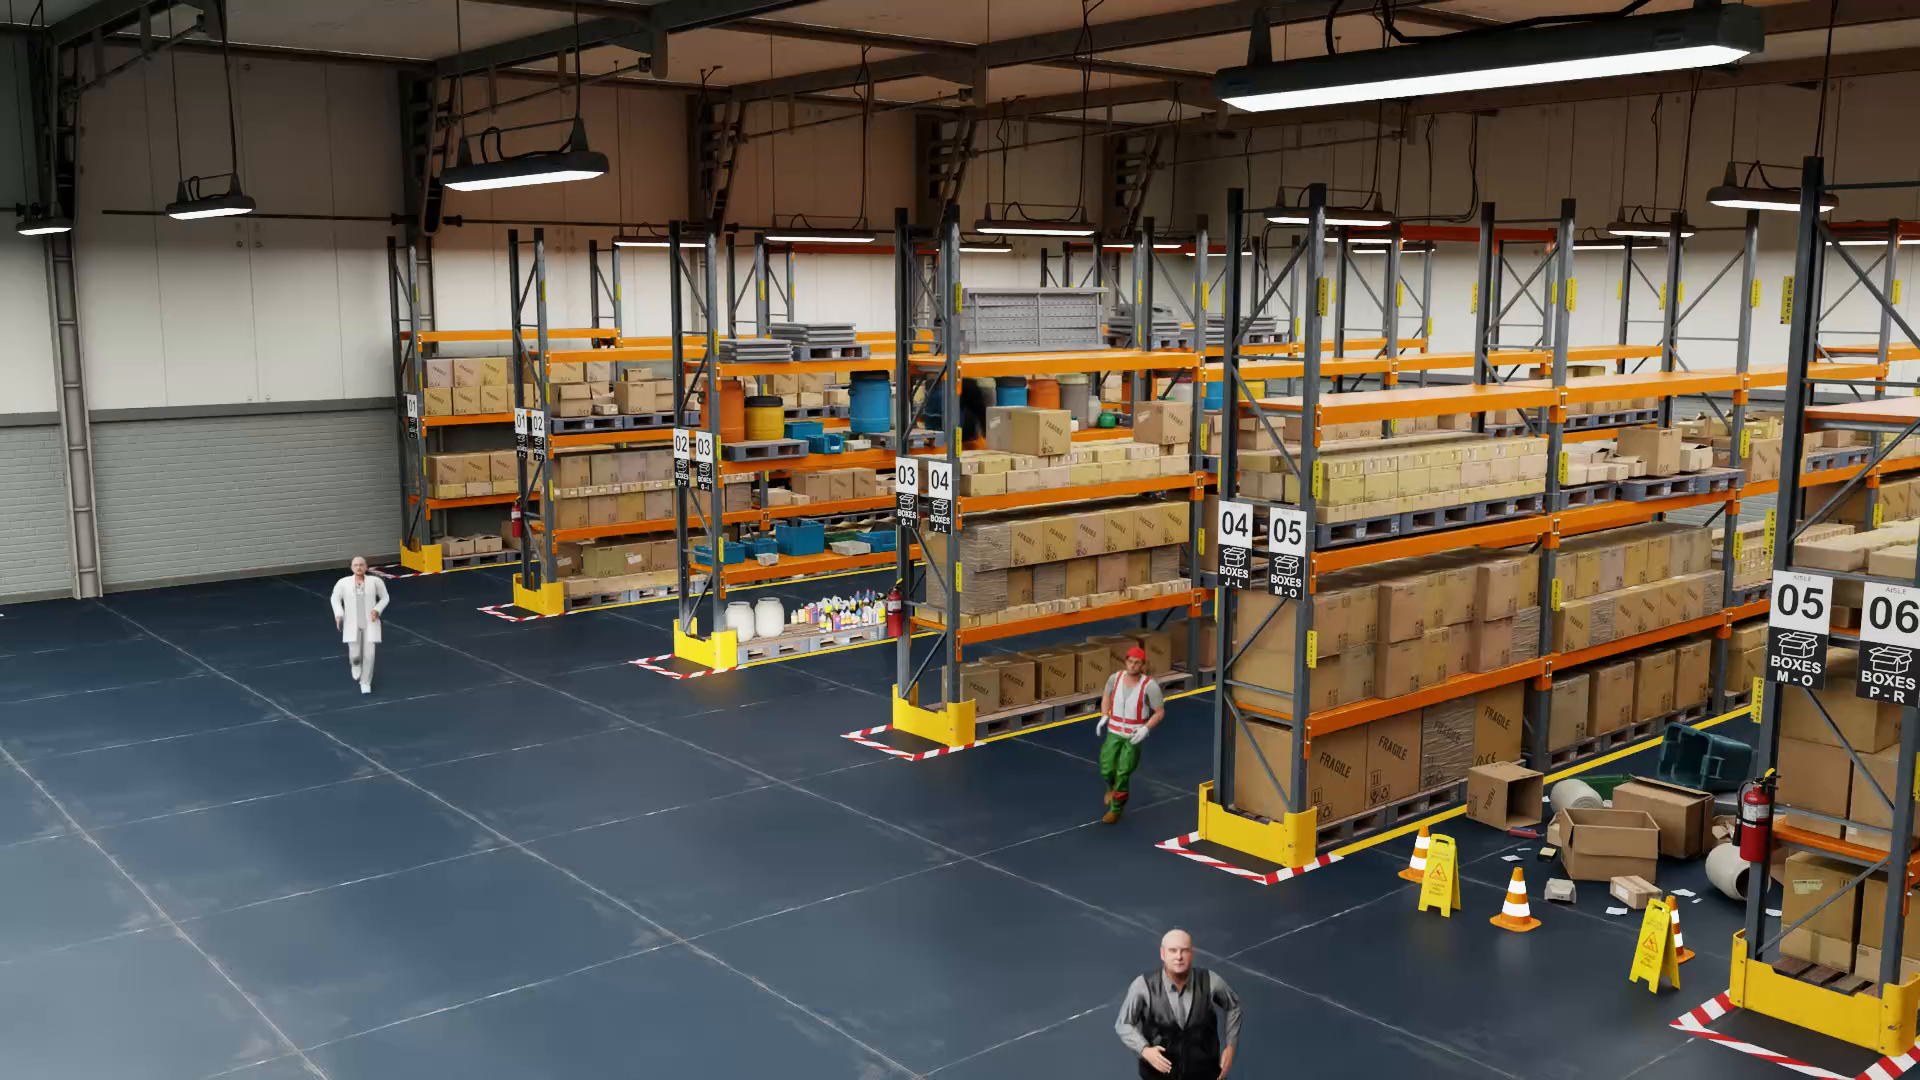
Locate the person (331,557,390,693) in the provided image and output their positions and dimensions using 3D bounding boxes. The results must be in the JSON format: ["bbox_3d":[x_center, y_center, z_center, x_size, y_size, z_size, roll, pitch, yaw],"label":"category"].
[{"bbox_3d":[-7.625,1.092,21.196,0.710,1.692,0.637,-3,9,-20],"label":"person"}]

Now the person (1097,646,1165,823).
[{"bbox_3d":[1.641,1.872,16.012,0.662,1.740,0.573,4,10,23],"label":"person"}]

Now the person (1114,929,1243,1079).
[{"bbox_3d":[1.193,2.951,9.031,0.711,1.692,0.583,1,9,3],"label":"person"}]

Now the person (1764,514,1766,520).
[{"bbox_3d":[12.538,0.390,25.747,0.791,1.726,0.588,-5,10,-30],"label":"person"}]
